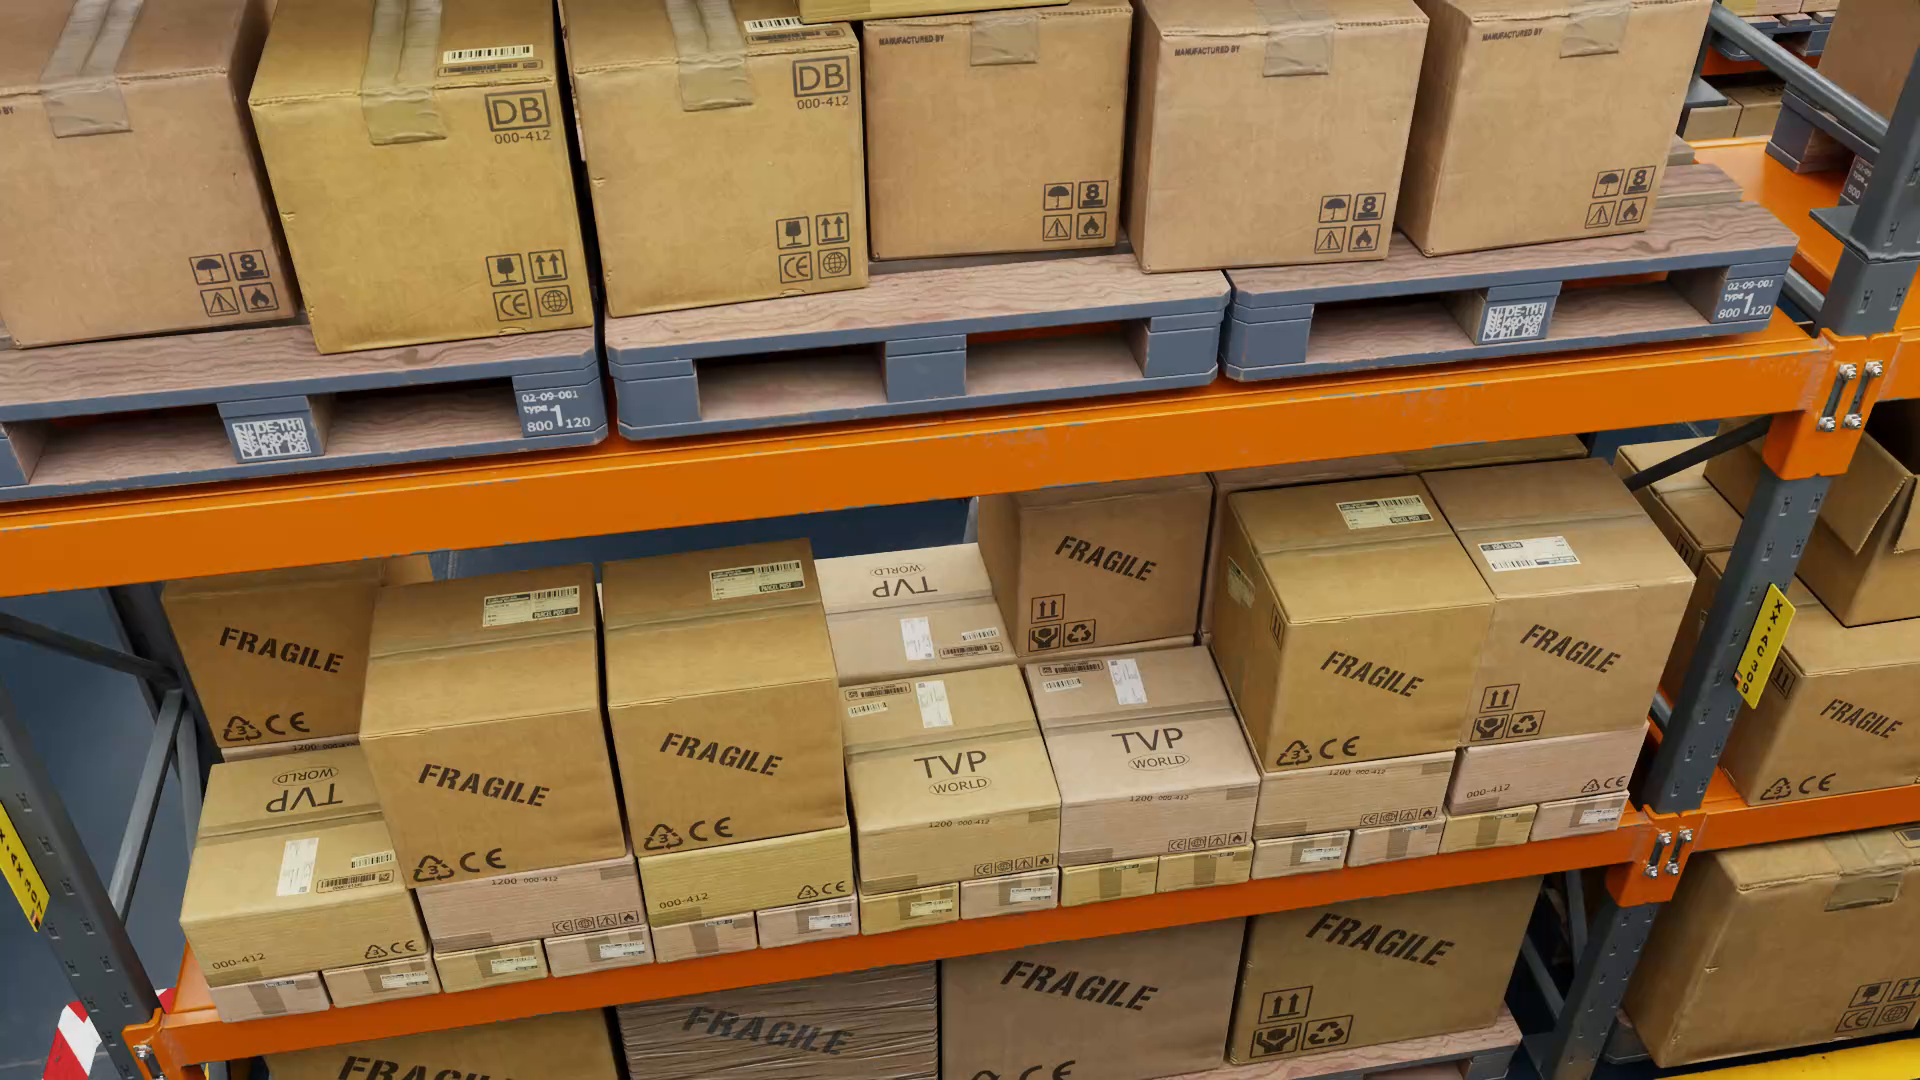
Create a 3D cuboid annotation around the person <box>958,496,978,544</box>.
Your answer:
[{"bbox_3d":[0.165,-0.100,6.245,0.576,1.767,0.665,-23,44,-26],"label":"person"}]
